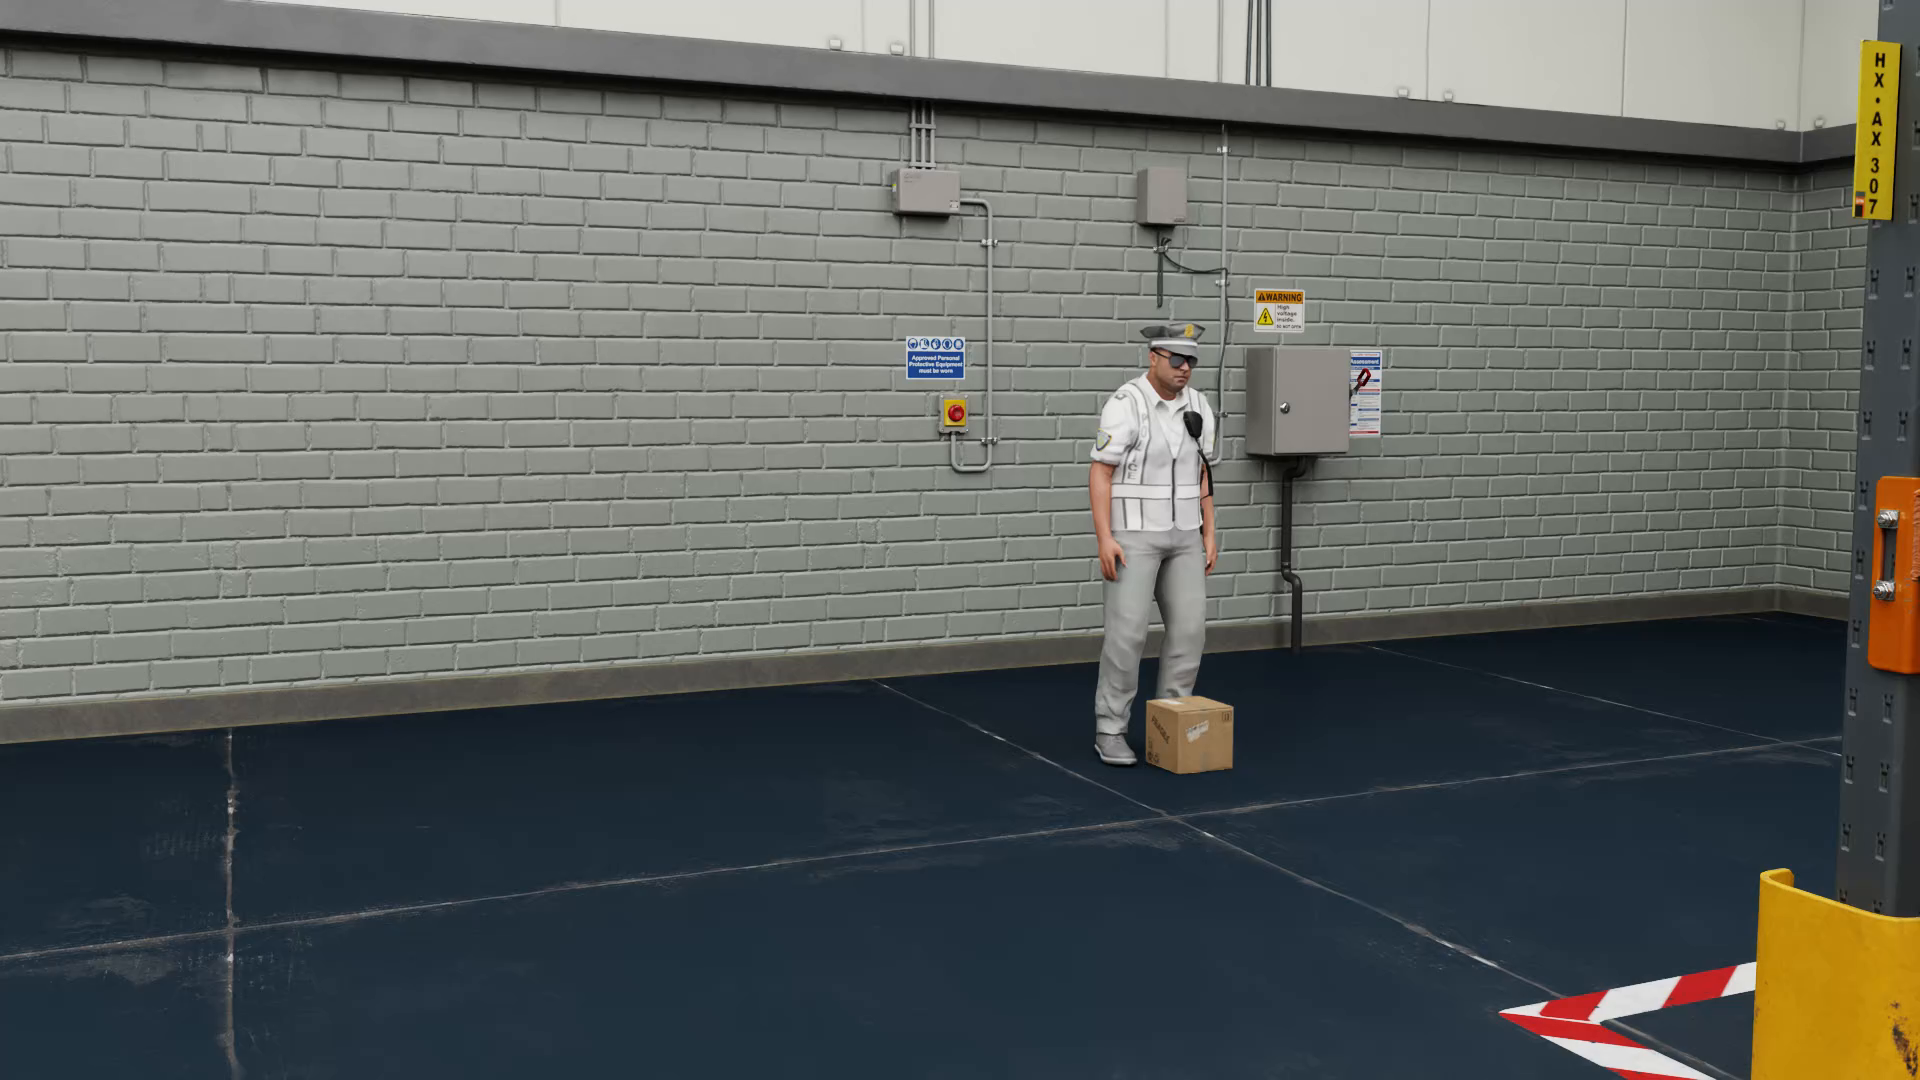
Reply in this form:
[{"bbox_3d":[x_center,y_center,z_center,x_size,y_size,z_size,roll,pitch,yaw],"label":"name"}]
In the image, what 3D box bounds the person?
[{"bbox_3d":[0.793,0.000,6.722,0.584,1.747,0.478,-3,6,-26],"label":"person"}]
